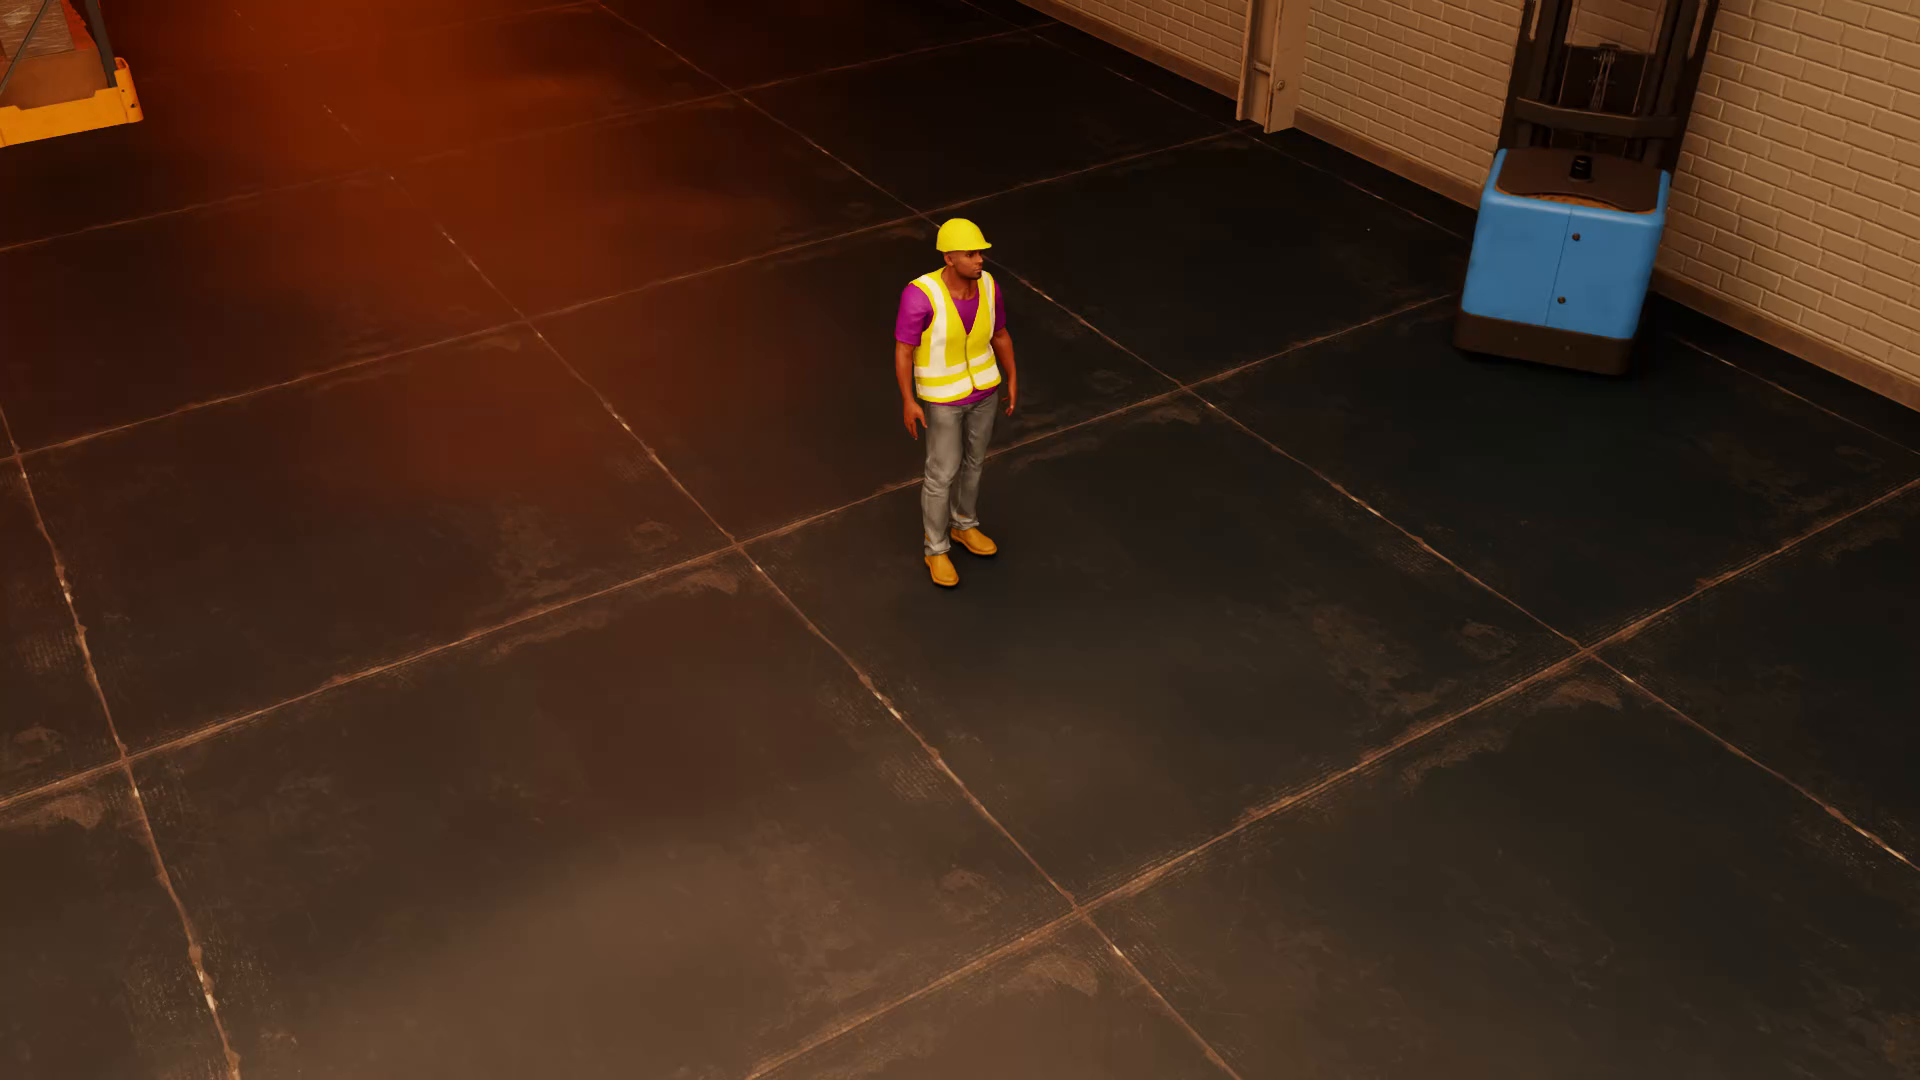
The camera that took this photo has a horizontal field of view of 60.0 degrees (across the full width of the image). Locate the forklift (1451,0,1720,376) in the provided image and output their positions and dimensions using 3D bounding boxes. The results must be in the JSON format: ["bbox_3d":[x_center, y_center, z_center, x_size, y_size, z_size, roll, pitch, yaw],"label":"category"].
[{"bbox_3d":[4.072,-3.026,10.455,1.130,2.935,3.031,13,37,18],"label":"forklift"}]

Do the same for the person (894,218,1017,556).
[{"bbox_3d":[-0.011,-0.755,8.172,0.665,1.706,0.420,-21,40,-27],"label":"person"}]
